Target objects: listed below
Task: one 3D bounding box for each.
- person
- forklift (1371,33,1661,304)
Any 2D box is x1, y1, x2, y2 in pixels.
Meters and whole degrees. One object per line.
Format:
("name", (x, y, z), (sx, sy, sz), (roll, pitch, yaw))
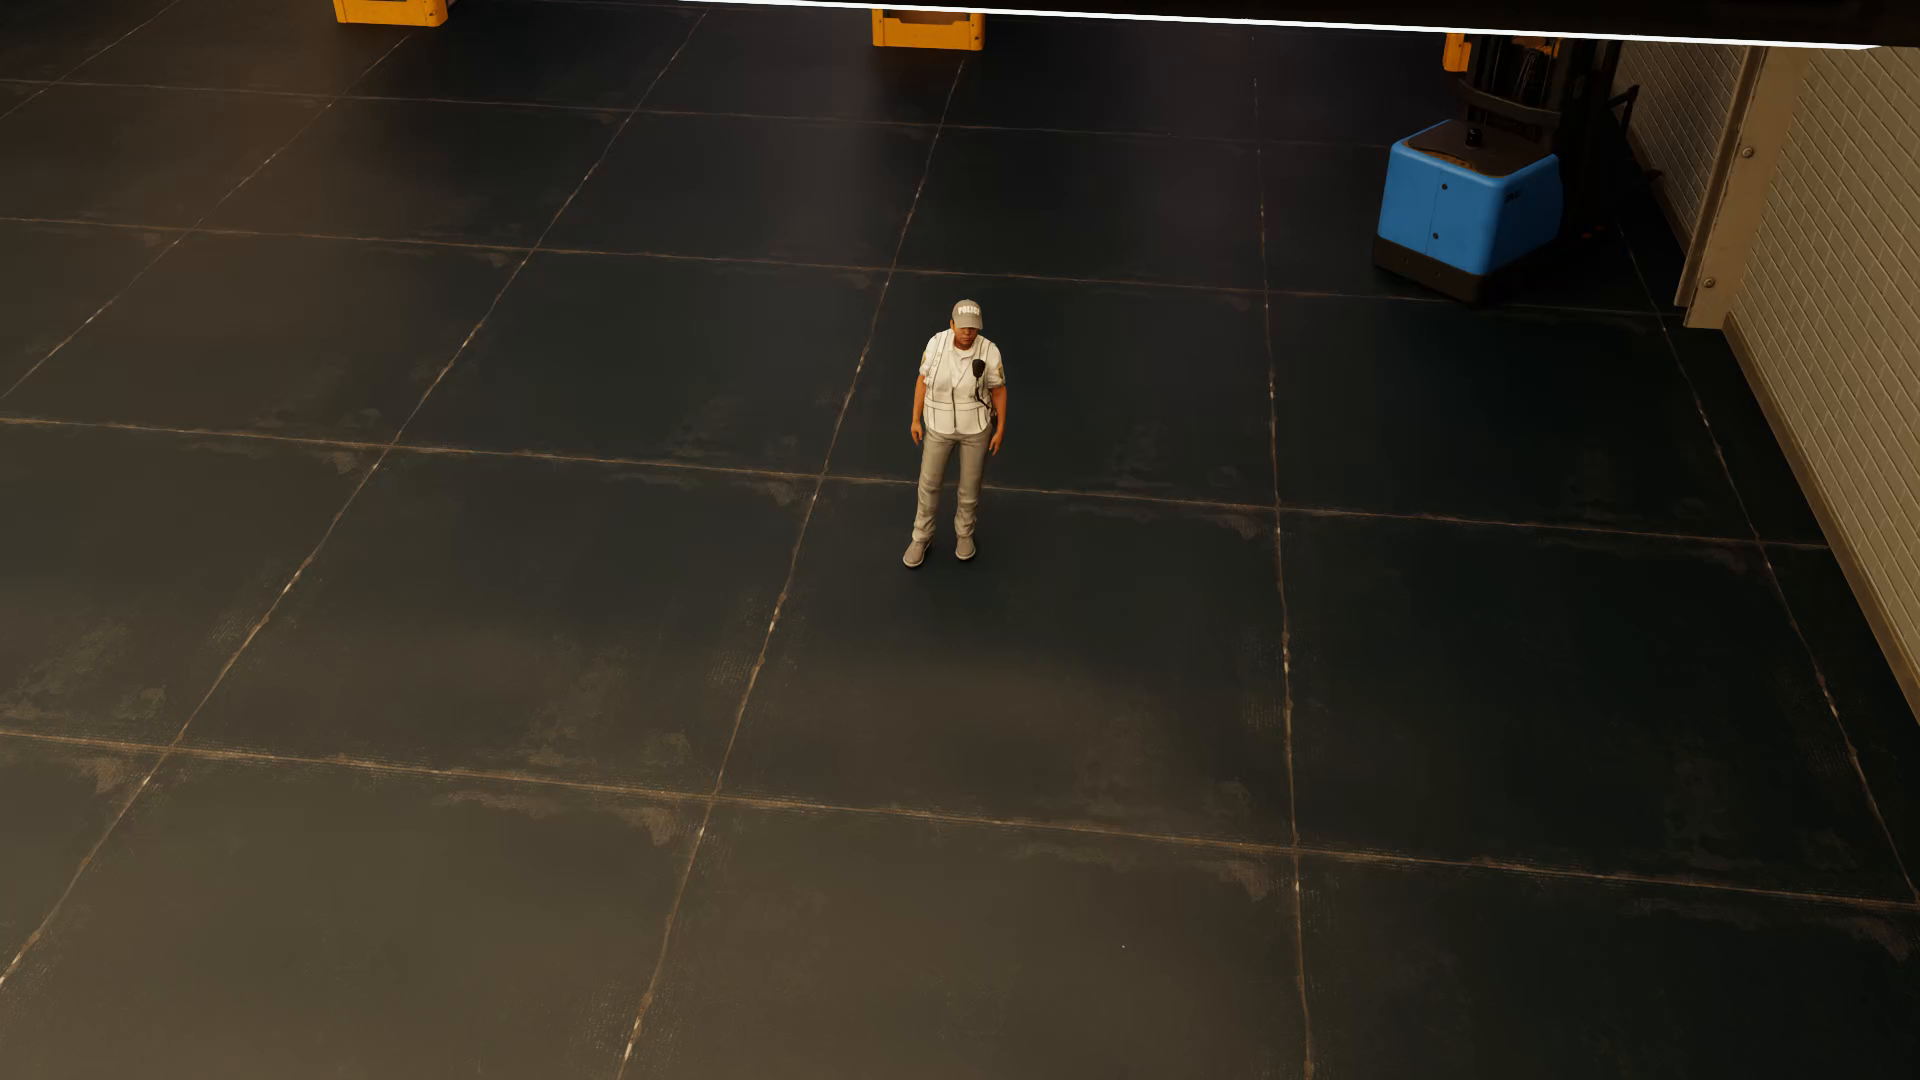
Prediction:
("person", (-0.032, -0.633, 9.942), (0.598, 1.670, 0.529), (4, 37, 6))
("forklift", (4.756, -3.752, 13.119), (3.031, 2.935, 1.130), (-28, 45, -33))
